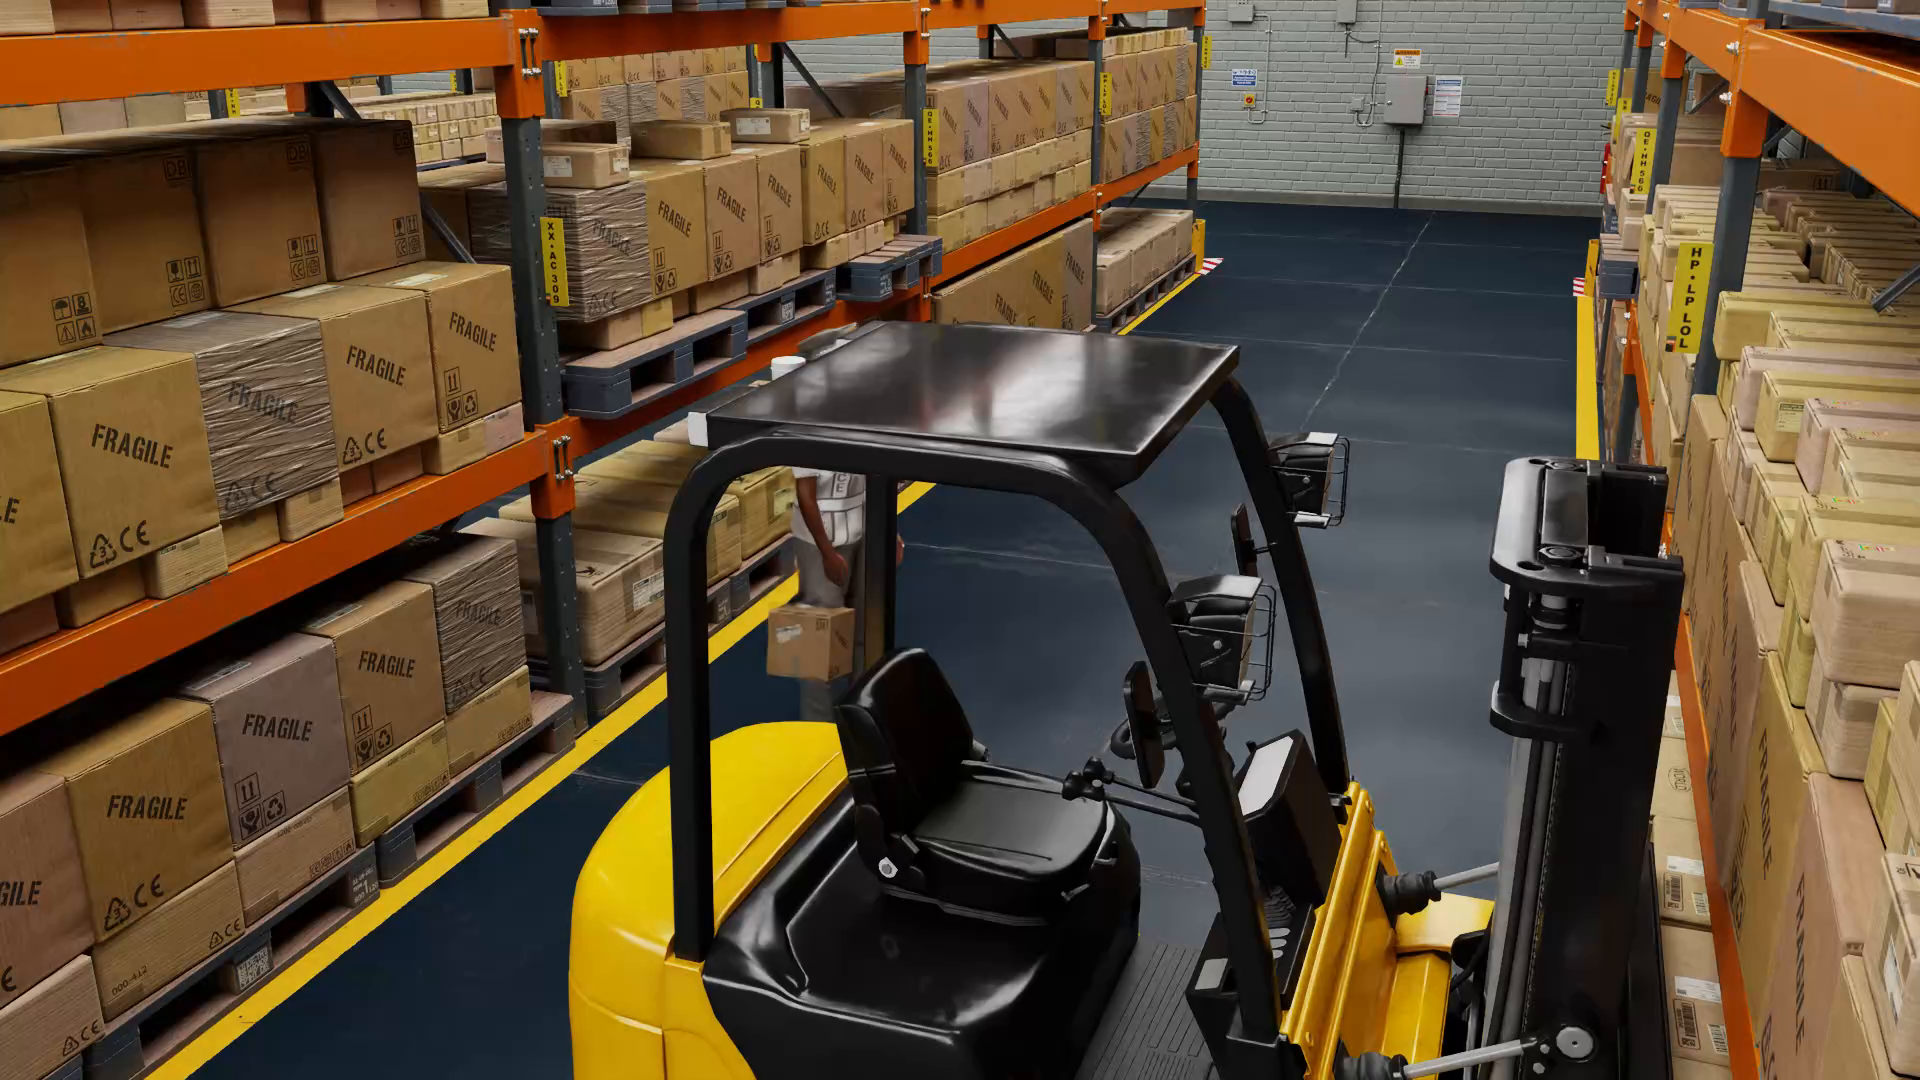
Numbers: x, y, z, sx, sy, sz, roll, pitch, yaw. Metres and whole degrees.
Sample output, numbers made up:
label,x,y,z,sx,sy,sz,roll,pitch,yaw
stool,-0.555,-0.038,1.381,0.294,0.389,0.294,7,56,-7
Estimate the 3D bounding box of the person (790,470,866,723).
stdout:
label,x,y,z,sx,sy,sz,roll,pitch,yaw
person,-0.486,0.087,6.492,0.328,1.368,0.418,11,21,28
